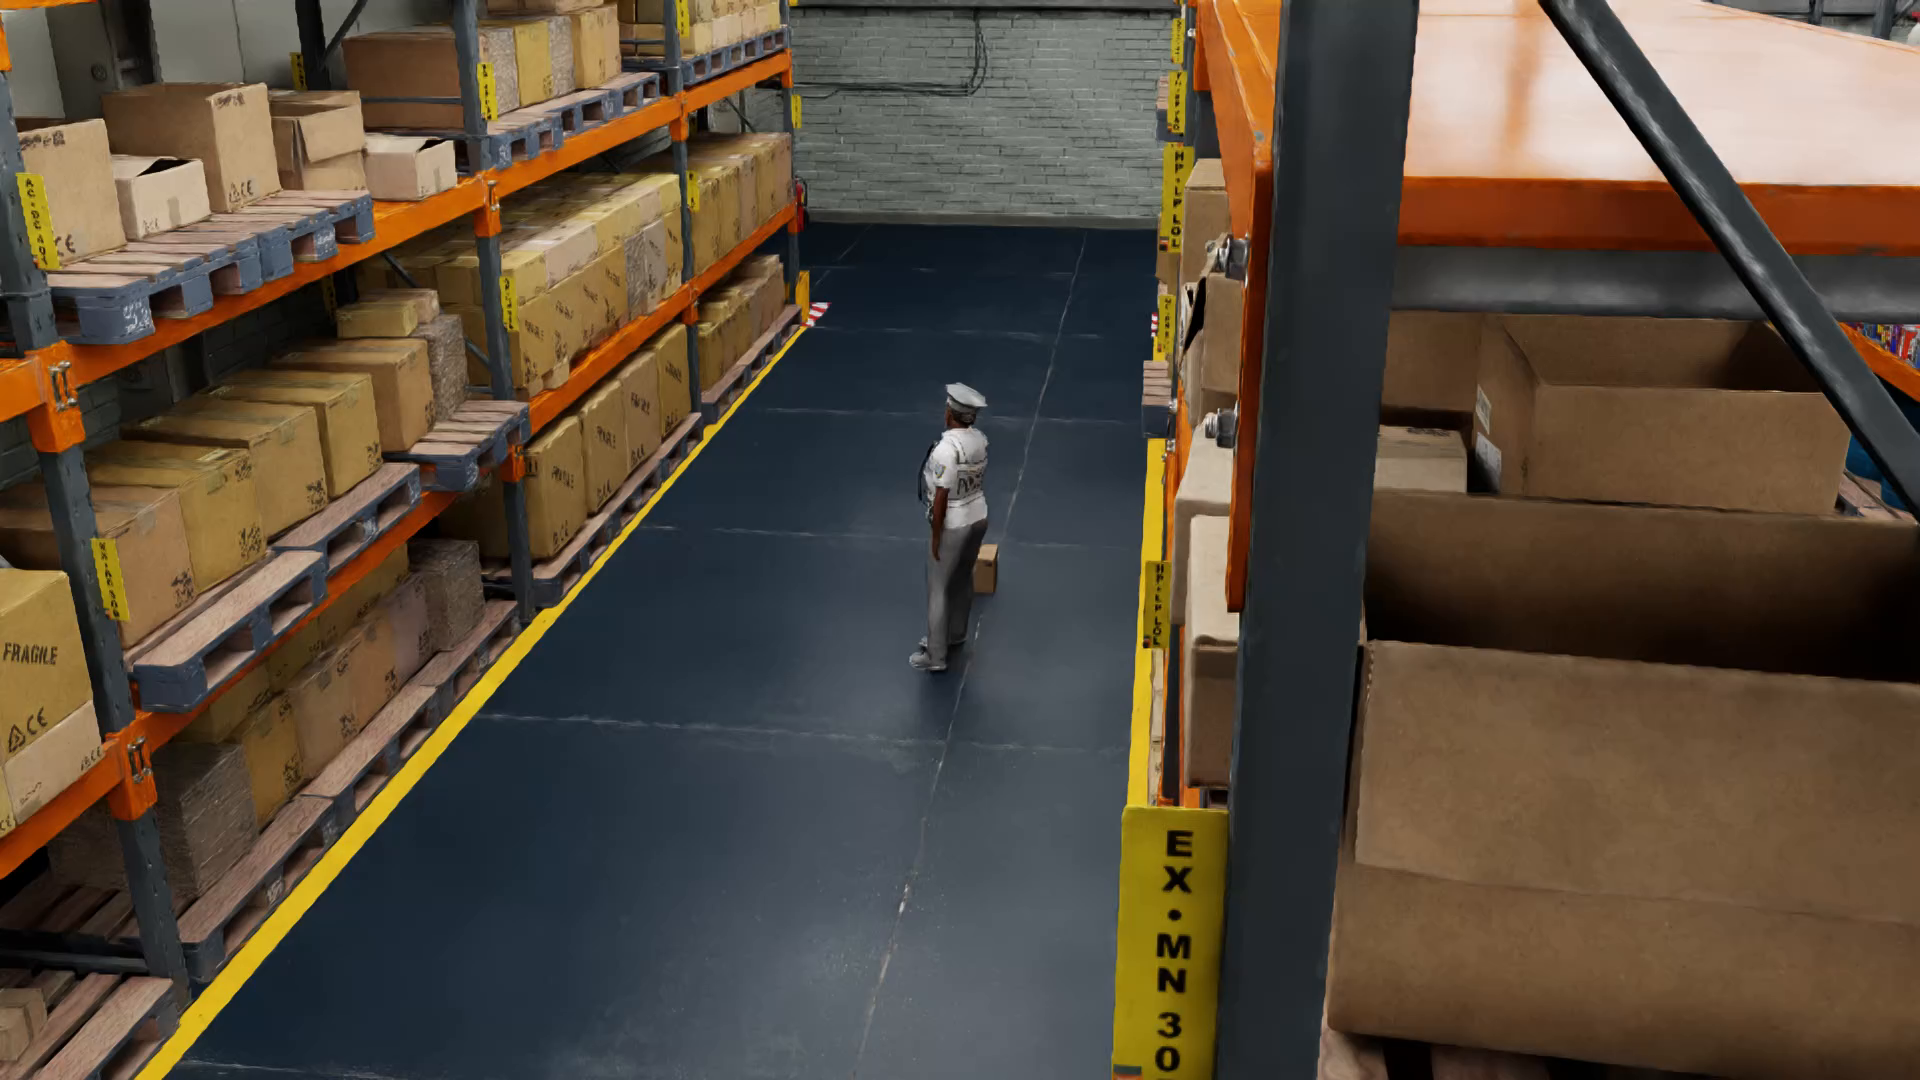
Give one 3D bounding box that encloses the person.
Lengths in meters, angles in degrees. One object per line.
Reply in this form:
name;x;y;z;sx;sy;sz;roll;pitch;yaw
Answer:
person;-0.071;-0.079;9.778;0.423;1.684;0.541;14;25;32
